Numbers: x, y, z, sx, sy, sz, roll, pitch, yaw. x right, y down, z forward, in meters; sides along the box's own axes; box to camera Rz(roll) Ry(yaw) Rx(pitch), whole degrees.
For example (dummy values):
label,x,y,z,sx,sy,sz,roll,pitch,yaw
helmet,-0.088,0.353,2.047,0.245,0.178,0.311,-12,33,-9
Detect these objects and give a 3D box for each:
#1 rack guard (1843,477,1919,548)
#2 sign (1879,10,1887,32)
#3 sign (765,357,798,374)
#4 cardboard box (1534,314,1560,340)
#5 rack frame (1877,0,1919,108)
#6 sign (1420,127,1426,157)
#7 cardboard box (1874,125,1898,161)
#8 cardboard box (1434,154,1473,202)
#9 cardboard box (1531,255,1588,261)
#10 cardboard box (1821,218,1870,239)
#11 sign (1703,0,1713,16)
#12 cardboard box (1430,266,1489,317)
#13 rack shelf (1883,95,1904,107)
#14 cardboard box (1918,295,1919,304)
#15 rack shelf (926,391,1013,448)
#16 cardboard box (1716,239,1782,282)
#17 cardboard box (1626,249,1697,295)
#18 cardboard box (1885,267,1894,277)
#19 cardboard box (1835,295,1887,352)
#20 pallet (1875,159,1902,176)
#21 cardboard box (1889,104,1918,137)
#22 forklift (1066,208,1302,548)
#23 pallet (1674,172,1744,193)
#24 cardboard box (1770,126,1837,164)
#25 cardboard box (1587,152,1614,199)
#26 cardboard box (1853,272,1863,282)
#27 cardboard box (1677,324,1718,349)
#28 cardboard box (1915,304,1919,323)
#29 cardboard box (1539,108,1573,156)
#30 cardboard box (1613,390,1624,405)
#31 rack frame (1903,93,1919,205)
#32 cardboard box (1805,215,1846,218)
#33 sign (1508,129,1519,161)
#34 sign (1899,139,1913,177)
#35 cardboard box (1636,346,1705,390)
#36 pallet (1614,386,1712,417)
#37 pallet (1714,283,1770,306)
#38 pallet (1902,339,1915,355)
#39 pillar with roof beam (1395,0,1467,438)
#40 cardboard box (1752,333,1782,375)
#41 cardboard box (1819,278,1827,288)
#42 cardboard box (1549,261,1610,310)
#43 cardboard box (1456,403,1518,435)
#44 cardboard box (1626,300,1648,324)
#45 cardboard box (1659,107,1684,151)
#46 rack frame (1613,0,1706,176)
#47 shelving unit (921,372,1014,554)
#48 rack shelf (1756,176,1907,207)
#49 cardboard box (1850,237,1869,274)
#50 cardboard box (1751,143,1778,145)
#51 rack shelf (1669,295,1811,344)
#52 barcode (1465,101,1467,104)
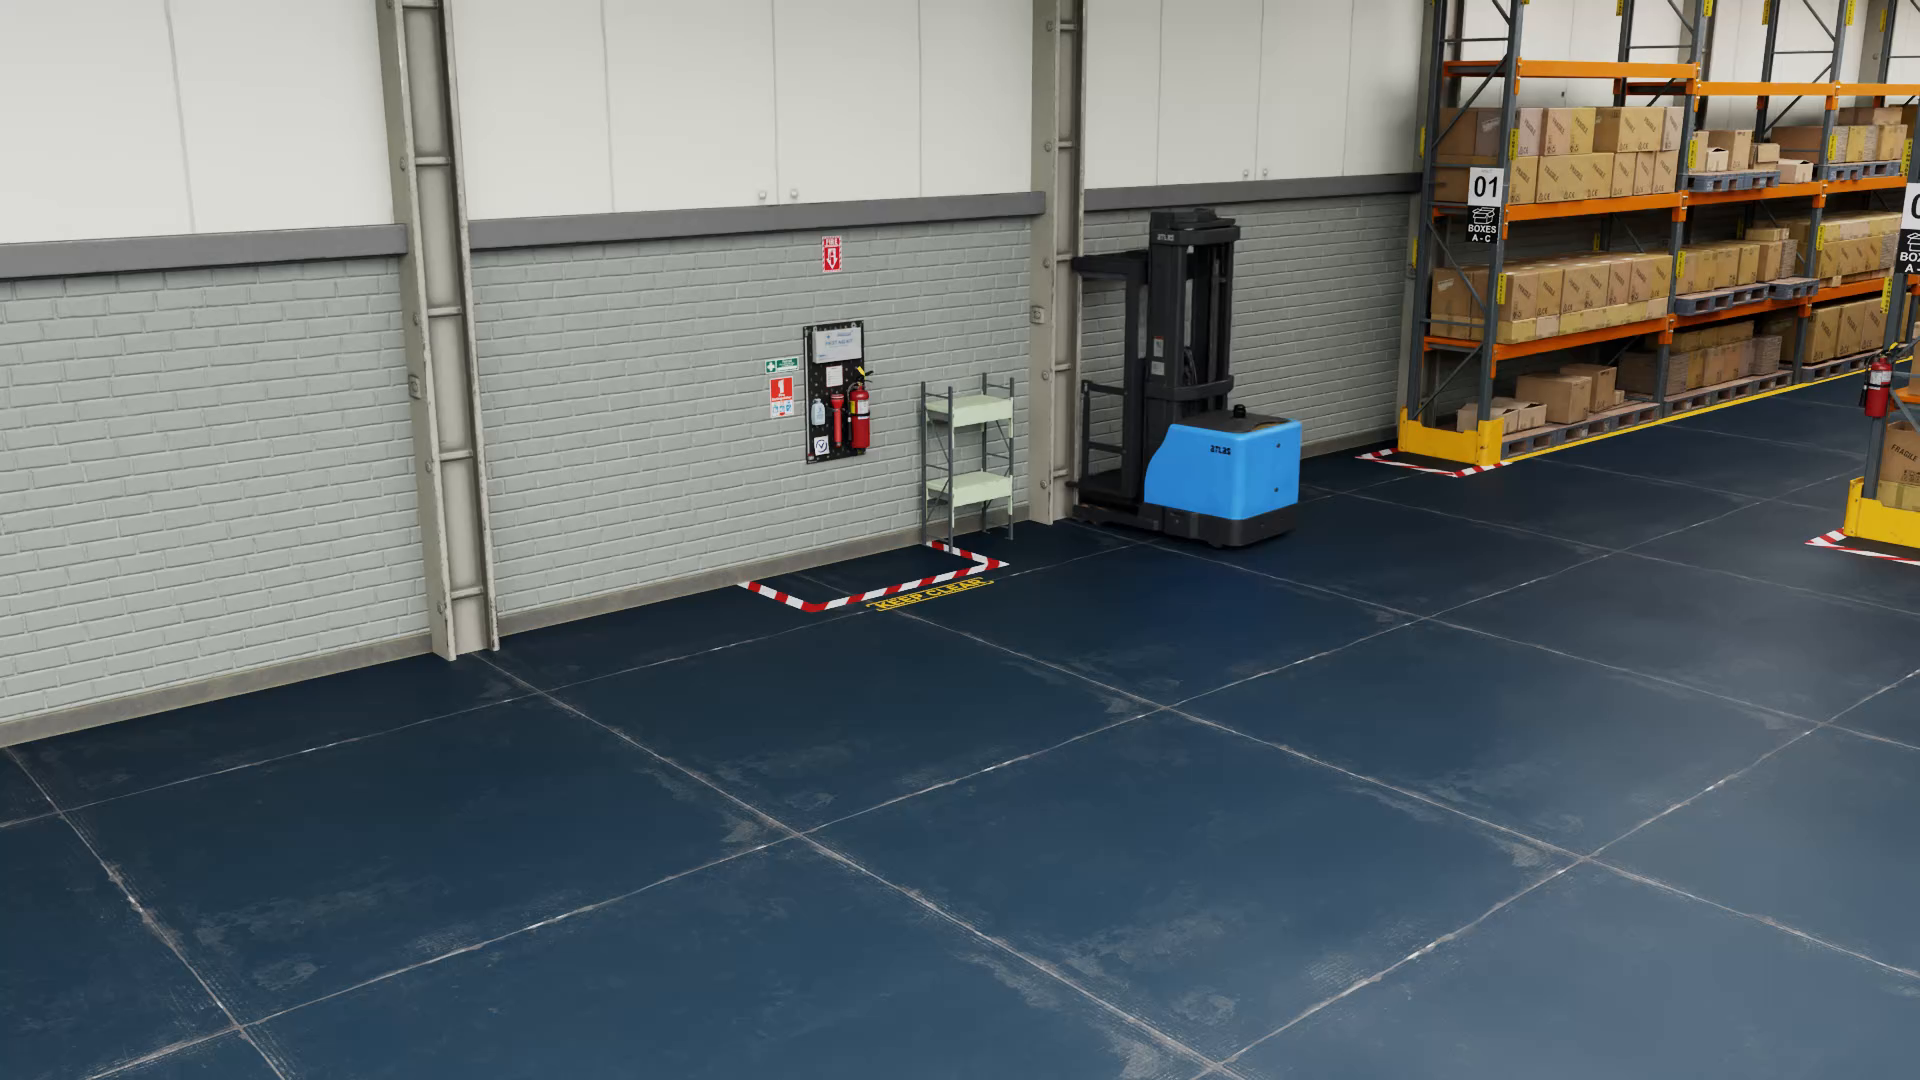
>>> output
label,x,y,z,sx,sy,sz,roll,pitch,yaw
rack guard,8.695,-0.211,15.071,0.348,0.500,1.175,-13,19,-39
sign,14.166,-7.958,25.487,0.005,0.325,0.100,-13,19,-39
sign,-1.472,-1.444,13.749,0.331,0.109,0.001,-13,19,-39
cardboard box,6.418,-2.435,18.806,0.500,0.250,0.500,-13,20,-41
rack frame,14.512,-7.318,25.208,0.127,3.000,1.000,-13,19,-39
sign,5.110,-4.375,18.287,0.005,0.325,0.100,-13,19,-39
cardboard box,13.398,-5.895,24.647,0.500,0.500,0.700,-13,20,-40
cardboard box,5.608,-4.013,18.418,0.500,0.500,0.500,-11,18,-35
cardboard box,7.213,-3.154,20.045,0.500,0.500,0.500,-12,19,-38
cardboard box,12.785,-4.509,24.056,0.500,0.250,0.500,-12,19,-39
sign,8.819,-6.343,19.596,0.005,0.325,0.100,-13,19,-39
cardboard box,5.675,-2.807,18.745,0.500,0.500,0.500,-13,20,-40
rack shelf,16.020,-7.116,26.620,4.000,0.370,1.077,-13,19,-39
cardboard box,15.521,-3.857,26.650,0.250,0.149,0.380,-12,19,-38
rack shelf,0.071,-1.079,14.872,0.720,0.370,0.431,-13,20,-40
cardboard box,10.742,-3.821,22.696,0.700,0.500,0.500,14,20,42
cardboard box,8.883,-3.404,21.136,0.500,0.500,0.700,-13,19,-39
cardboard box,13.882,-4.056,25.072,0.250,0.149,0.380,-13,19,-39
cardboard box,13.438,-3.297,25.132,0.750,0.750,0.750,-12,19,-38
pallet,13.852,-5.611,25.002,1.217,0.209,0.805,-14,20,-42
cardboard box,14.885,-6.573,26.063,0.500,0.500,0.500,-13,20,-40
forklift,1.725,-1.645,15.728,3.031,2.935,1.130,14,20,42
pallet,9.012,-4.506,20.859,1.003,0.211,1.213,-13,19,-39
cardboard box,11.815,-5.543,23.332,0.700,0.500,0.500,14,21,43
cardboard box,7.083,-4.169,19.001,0.500,0.500,0.500,-11,19,-36
cardboard box,13.044,-3.902,24.495,0.250,0.149,0.380,-13,19,-39
cardboard box,9.741,-2.723,22.171,0.500,0.250,0.500,-13,20,-41
cardboard box,15.143,-3.521,26.650,0.500,0.500,0.700,-12,19,-39
cardboard box,6.321,-4.470,18.188,0.500,0.500,0.500,-13,20,-40
cardboard box,8.093,-1.811,20.856,0.380,0.166,0.250,13,20,40
rack frame,8.714,-4.321,13.989,0.127,3.000,1.000,-13,19,-39
cardboard box,12.832,-4.693,24.743,0.500,0.250,0.500,-13,20,-41
sign,5.815,-4.152,17.476,0.005,0.325,0.100,-13,19,-39
sign,8.368,-3.369,14.676,0.005,0.325,0.100,-13,19,-39
cardboard box,9.378,-2.294,22.017,0.500,0.500,0.700,-13,20,-40
pallet,9.063,-1.849,21.763,1.213,0.211,1.003,-13,19,-39
pallet,10.028,-3.306,22.184,1.213,0.211,1.003,-13,19,-39
pallet,15.137,-3.186,26.767,1.213,0.211,1.003,-13,19,-39
pillar with roof beam,8.245,-4.734,15.534,0.400,9.000,9.100,-13,19,-39
cardboard box,10.985,-2.614,23.216,0.500,0.500,0.700,-12,19,-39
cardboard box,12.090,-3.682,23.668,0.250,0.149,0.380,-12,19,-39
cardboard box,7.171,-2.966,19.340,0.500,0.500,0.500,-12,19,-38
cardboard box,6.040,-1.400,19.035,0.500,0.311,0.500,13,20,41
cardboard box,7.937,-2.779,20.094,0.500,0.250,0.500,-13,19,-39
cardboard box,8.277,-4.916,19.861,0.500,0.500,0.500,14,20,42
rack frame,8.476,-5.962,20.134,0.127,3.000,1.000,-13,19,-39
shelving unit,0.070,-0.702,14.973,0.755,1.500,0.431,-13,20,-40
rack shelf,13.003,-5.182,24.419,4.000,0.370,1.077,-13,19,-39
cardboard box,12.805,-4.146,24.152,0.500,0.500,0.500,-13,20,-40
cardboard box,10.800,-5.172,22.753,0.500,0.500,0.500,-13,19,-39
rack shelf,9.985,-3.055,22.269,4.000,0.370,1.077,-13,19,-39
barcode,5.666,-4.874,18.580,0.075,0.075,0.001,-13,19,-39
